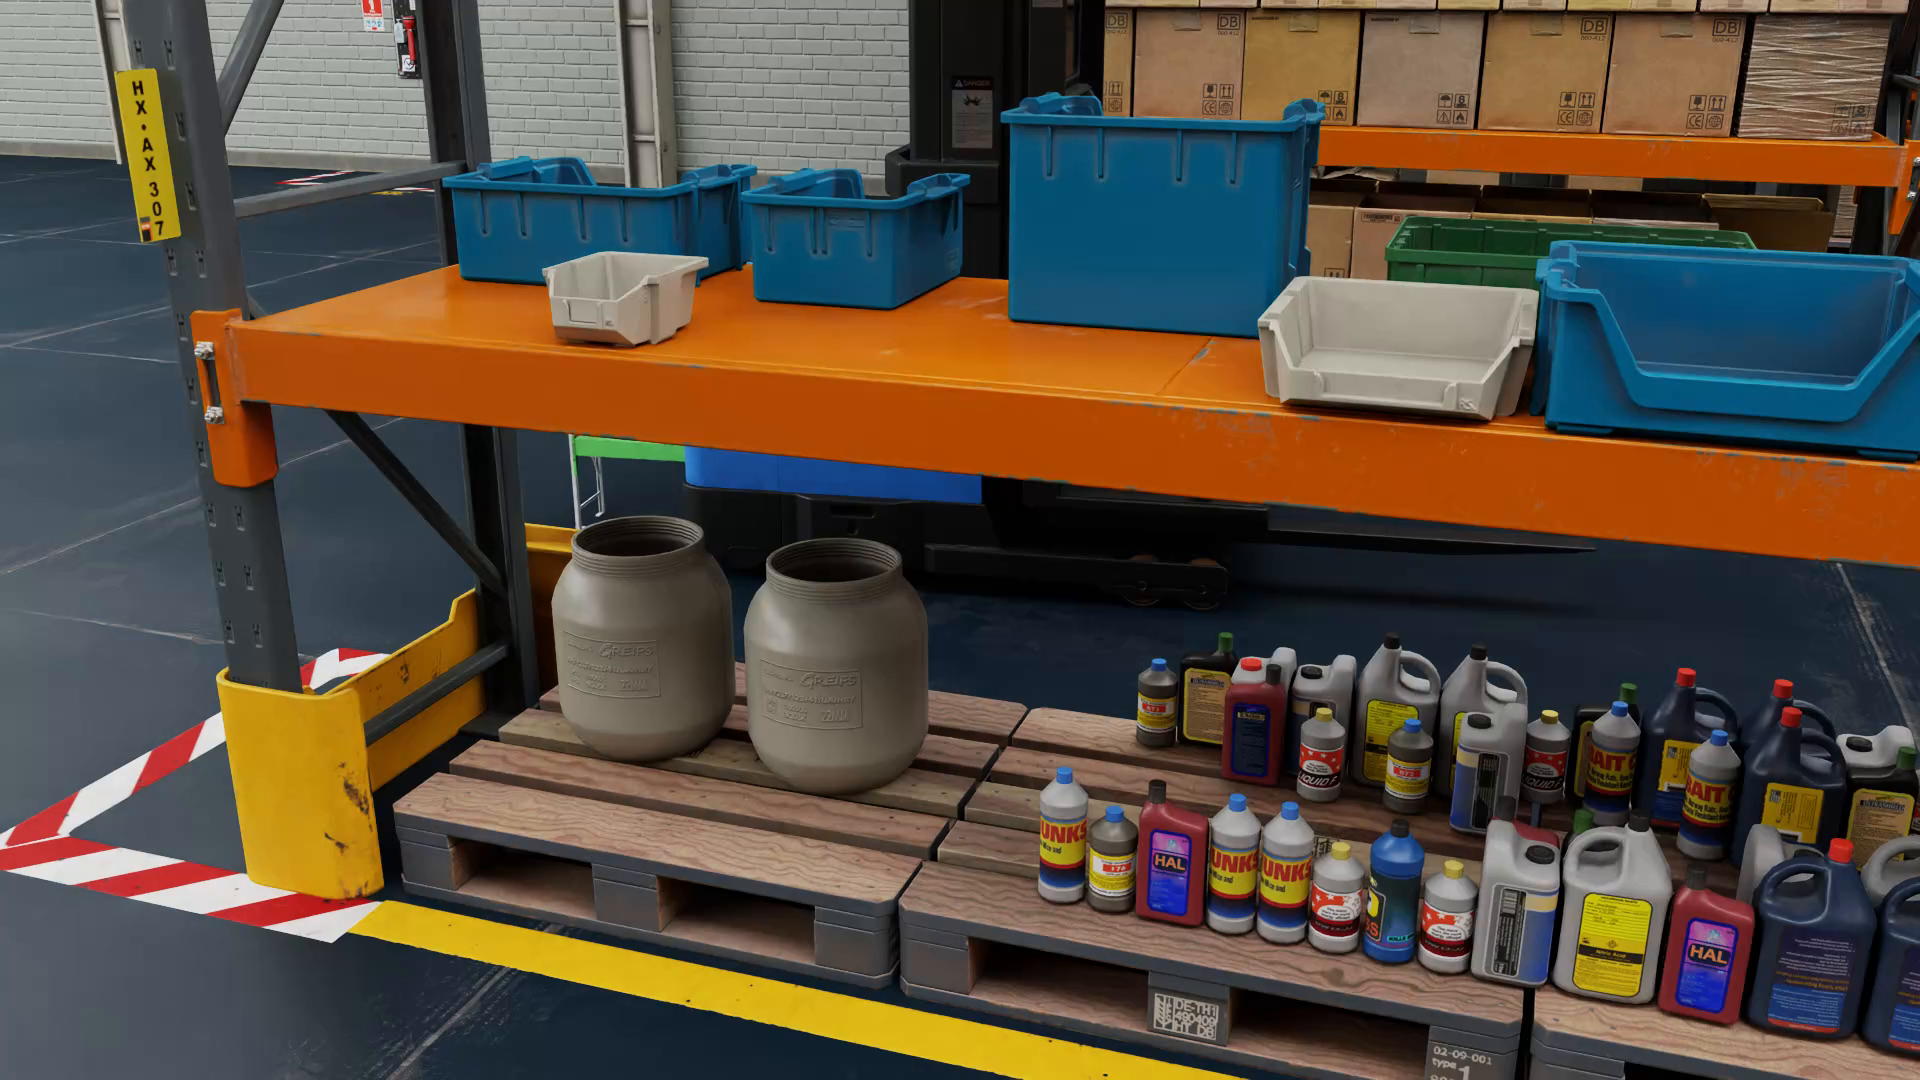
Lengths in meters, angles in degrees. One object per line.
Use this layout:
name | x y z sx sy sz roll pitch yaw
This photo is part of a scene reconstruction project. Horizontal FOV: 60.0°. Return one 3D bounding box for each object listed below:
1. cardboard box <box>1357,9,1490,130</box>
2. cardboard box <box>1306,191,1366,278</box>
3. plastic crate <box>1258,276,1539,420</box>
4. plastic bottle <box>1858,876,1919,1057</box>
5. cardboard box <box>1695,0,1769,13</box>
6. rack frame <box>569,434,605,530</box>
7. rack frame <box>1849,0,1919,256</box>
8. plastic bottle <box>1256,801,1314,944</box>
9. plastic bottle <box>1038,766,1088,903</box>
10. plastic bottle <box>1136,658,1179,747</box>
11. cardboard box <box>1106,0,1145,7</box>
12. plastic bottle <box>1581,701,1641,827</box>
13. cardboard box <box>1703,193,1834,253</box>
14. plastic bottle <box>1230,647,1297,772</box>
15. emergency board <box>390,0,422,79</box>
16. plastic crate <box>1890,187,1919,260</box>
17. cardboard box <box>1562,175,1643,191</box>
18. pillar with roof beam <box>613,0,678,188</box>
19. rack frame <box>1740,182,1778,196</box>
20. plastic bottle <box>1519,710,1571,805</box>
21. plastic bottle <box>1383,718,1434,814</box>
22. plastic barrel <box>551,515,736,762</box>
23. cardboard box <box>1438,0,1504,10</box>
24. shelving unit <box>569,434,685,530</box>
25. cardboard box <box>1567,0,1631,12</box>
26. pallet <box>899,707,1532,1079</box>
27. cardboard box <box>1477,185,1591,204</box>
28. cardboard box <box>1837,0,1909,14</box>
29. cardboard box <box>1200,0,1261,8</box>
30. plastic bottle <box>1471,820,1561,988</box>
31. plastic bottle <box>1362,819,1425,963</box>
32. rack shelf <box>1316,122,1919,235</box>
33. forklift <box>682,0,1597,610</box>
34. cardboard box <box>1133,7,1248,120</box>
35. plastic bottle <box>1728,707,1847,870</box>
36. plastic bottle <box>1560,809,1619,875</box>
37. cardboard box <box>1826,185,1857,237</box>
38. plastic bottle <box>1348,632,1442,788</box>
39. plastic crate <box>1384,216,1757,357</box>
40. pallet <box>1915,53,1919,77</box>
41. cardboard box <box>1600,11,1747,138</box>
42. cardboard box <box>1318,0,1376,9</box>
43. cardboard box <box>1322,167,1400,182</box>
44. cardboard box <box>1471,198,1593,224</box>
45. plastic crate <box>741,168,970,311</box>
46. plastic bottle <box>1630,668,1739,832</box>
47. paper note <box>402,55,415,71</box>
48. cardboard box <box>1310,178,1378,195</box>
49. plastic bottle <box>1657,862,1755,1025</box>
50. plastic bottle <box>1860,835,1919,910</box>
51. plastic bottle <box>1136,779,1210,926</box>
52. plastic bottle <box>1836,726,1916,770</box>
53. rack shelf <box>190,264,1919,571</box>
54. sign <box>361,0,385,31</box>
cardboard box | 2.126 -2.158 7.557 0.500 0.500 0.700 7 20 20
cardboard box | 1.609 -1.355 7.805 0.500 0.500 0.500 7 20 18
plastic crate | 0.758 -0.331 2.871 0.437 0.136 0.530 7 20 18
plastic bottle | 1.672 0.704 2.856 0.185 0.351 0.144 6 20 17
cardboard box | 3.196 -2.270 6.894 0.250 0.149 0.380 6 20 16
rack frame | -1.391 -0.634 6.072 0.015 1.200 0.240 4 20 10
rack frame | 4.004 -1.899 6.967 0.127 3.000 1.000 7 20 18
plastic bottle | 0.625 0.630 3.189 0.097 0.271 0.097 0 19 0
plastic bottle | 0.207 0.582 3.326 0.097 0.271 0.097 0 19 0
plastic bottle | 0.475 0.384 4.000 0.097 0.201 0.097 0 19 0
cardboard box | 0.776 -2.548 7.690 0.250 0.149 0.380 6 20 17
plastic bottle | 1.419 0.480 3.618 0.097 0.271 0.097 0 19 0
cardboard box | 3.669 -1.301 7.650 0.500 0.500 0.500 7 20 18
plastic bottle | 0.704 0.385 3.885 0.135 0.276 0.152 7 20 18
emergency board | -5.197 -4.992 15.840 0.643 1.169 0.194 7 20 18
plastic crate | 1.922 -0.426 2.836 0.504 0.338 0.767 7 20 18
cardboard box | 4.633 -2.567 12.012 0.500 0.500 0.500 5 20 14
pillar with roof beam | -4.288 -6.207 10.213 0.400 9.000 9.100 7 20 18
rack frame | 5.626 -3.440 11.387 0.127 3.000 1.000 7 20 18
plastic bottle | 1.311 0.480 3.725 0.097 0.201 0.097 0 19 0
plastic bottle | 0.995 0.494 3.685 0.097 0.201 0.097 0 19 0
plastic barrel | -0.757 0.232 3.994 0.421 0.512 0.421 0 19 0
cardboard box | 2.226 -2.381 7.211 0.250 0.149 0.380 7 20 20
shelving unit | -1.152 -0.619 6.028 0.503 1.200 0.258 4 20 10
cardboard box | 2.716 -2.326 7.054 0.250 0.149 0.380 6 20 18
pallet | 0.598 0.741 3.631 1.213 0.211 1.003 7 20 18
cardboard box | 2.724 -1.408 7.960 0.500 0.500 0.500 7 20 18
cardboard box | 3.677 -2.215 6.737 0.250 0.149 0.380 7 20 18
cardboard box | 1.249 -2.492 7.532 0.250 0.149 0.380 6 20 17
plastic bottle | 1.033 0.665 3.082 0.135 0.276 0.152 7 20 19
plastic bottle | 0.817 0.652 3.126 0.097 0.271 0.097 0 19 0
rack shelf | 2.115 -1.775 7.705 4.000 0.370 1.077 7 20 18
forklift | 0.612 -1.345 5.483 3.031 2.935 1.130 4 20 10
cardboard box | 1.160 -2.269 7.876 0.500 0.500 0.700 7 20 19
plastic bottle | 1.701 0.512 3.405 0.185 0.351 0.144 7 20 18
plastic bottle | 1.195 0.645 3.126 0.133 0.283 0.061 7 20 18
cardboard box | 6.327 -2.393 11.513 0.500 0.500 0.700 7 20 20
plastic bottle | 0.993 0.381 3.782 0.185 0.351 0.144 7 21 20
plastic crate | 1.185 -0.494 3.257 0.662 0.188 0.450 7 20 18
pallet | 6.300 -3.221 11.052 1.213 0.211 1.003 7 20 18
cardboard box | 3.082 -2.047 7.240 0.500 0.500 0.700 6 20 17
cardboard box | 1.743 -2.437 7.372 0.250 0.149 0.380 6 20 17
cardboard box | 3.010 -2.646 12.525 0.500 0.311 0.500 8 21 23
cardboard box | 2.552 -1.246 7.493 0.500 0.500 0.500 7 20 18
plastic crate | -0.221 -0.688 3.719 0.408 0.251 0.499 7 20 18
plastic bottle | 1.570 0.447 3.592 0.185 0.351 0.144 6 20 16
paper note | -5.341 -4.617 16.102 0.142 0.148 0.016 7 20 18
cardboard box | 1.779 -1.516 8.269 0.500 0.500 0.500 7 20 18
plastic bottle | 1.323 0.710 2.940 0.133 0.283 0.061 8 21 22
plastic bottle | 1.719 0.659 2.985 0.185 0.351 0.144 7 20 18
plastic bottle | 0.415 0.606 3.238 0.133 0.283 0.061 7 20 19
plastic bottle | 1.903 0.522 3.491 0.135 0.276 0.152 7 21 20
rack shelf | 0.486 -0.236 3.288 4.000 0.370 1.077 7 20 18
sign | -5.685 -5.101 16.098 0.234 0.329 0.001 7 20 18
